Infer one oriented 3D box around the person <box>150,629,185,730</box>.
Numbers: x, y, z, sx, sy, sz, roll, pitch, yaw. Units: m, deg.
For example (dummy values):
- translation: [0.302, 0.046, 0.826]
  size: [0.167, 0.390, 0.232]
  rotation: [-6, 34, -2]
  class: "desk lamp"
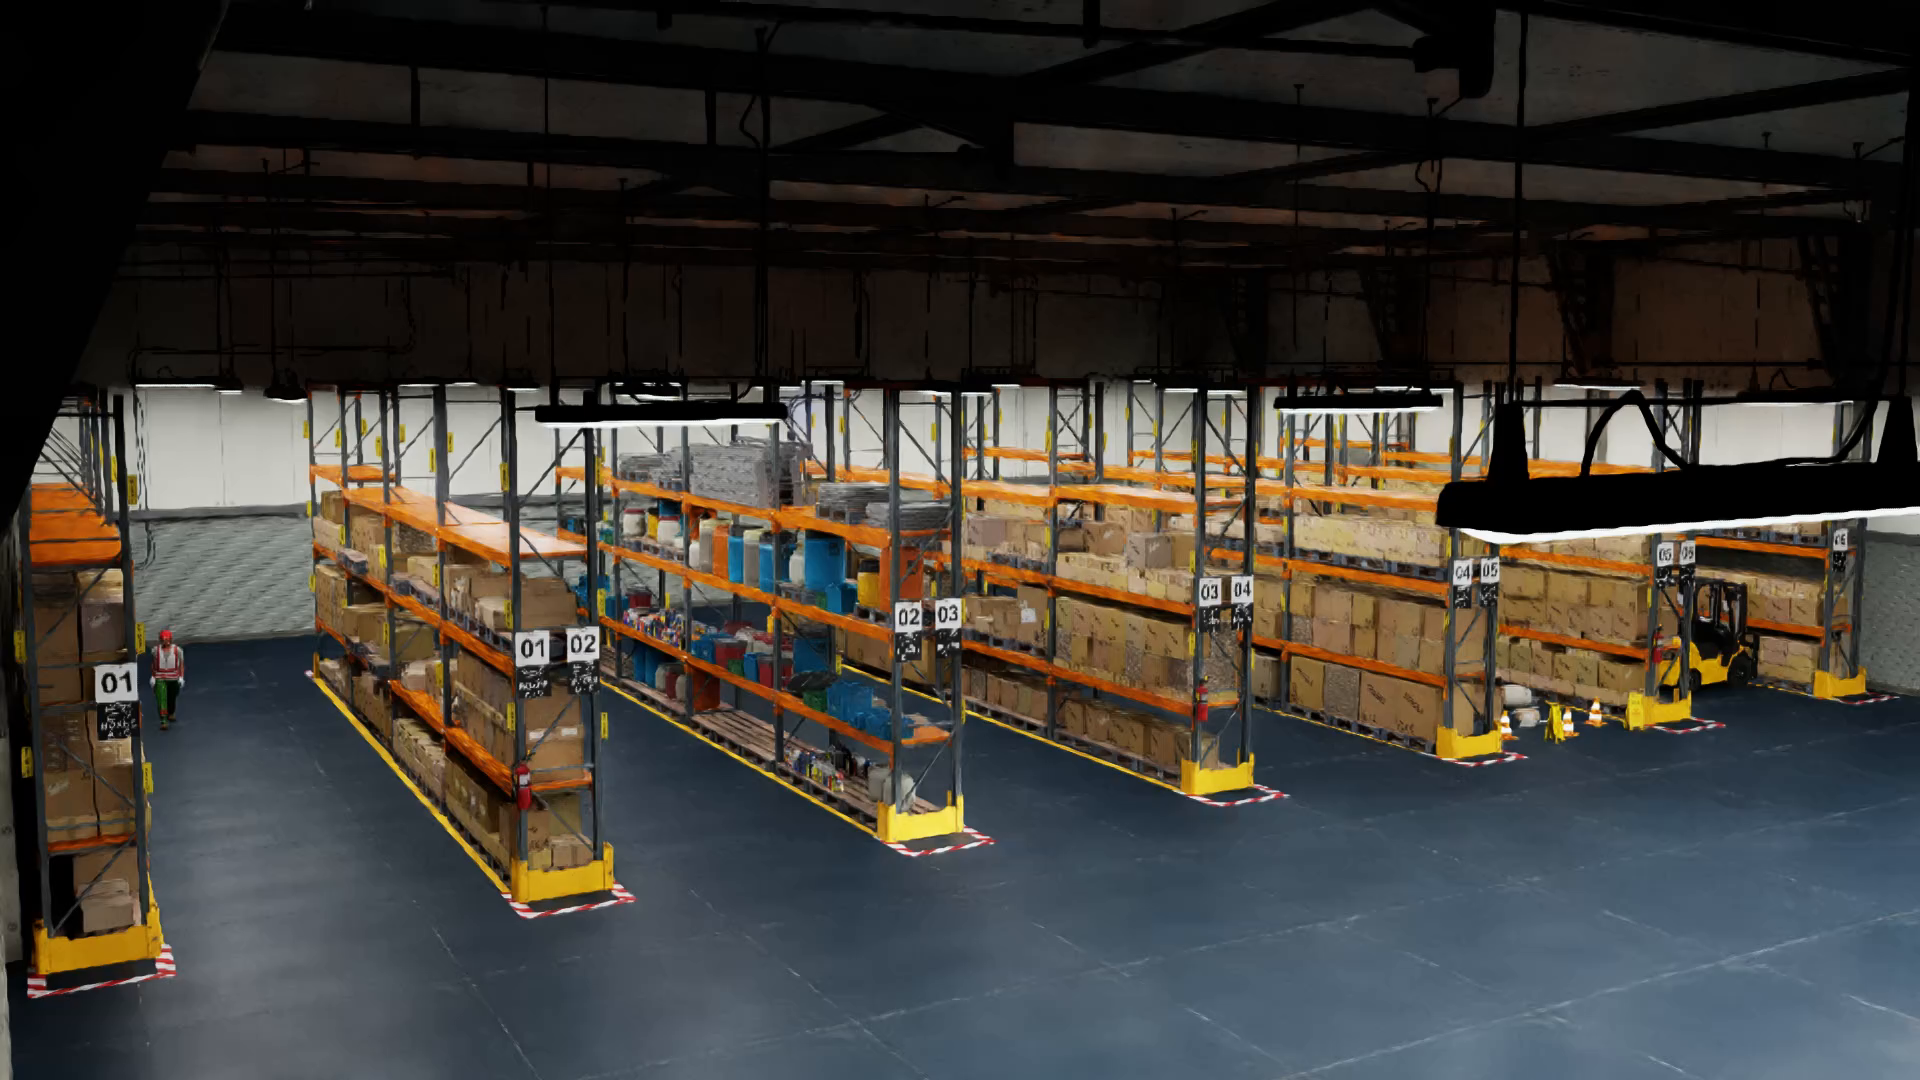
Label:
- translation: [-13.777, 2.393, 28.927]
  size: [0.549, 1.709, 1.128]
  rotation: [-4, 7, -31]
  class: "person"
